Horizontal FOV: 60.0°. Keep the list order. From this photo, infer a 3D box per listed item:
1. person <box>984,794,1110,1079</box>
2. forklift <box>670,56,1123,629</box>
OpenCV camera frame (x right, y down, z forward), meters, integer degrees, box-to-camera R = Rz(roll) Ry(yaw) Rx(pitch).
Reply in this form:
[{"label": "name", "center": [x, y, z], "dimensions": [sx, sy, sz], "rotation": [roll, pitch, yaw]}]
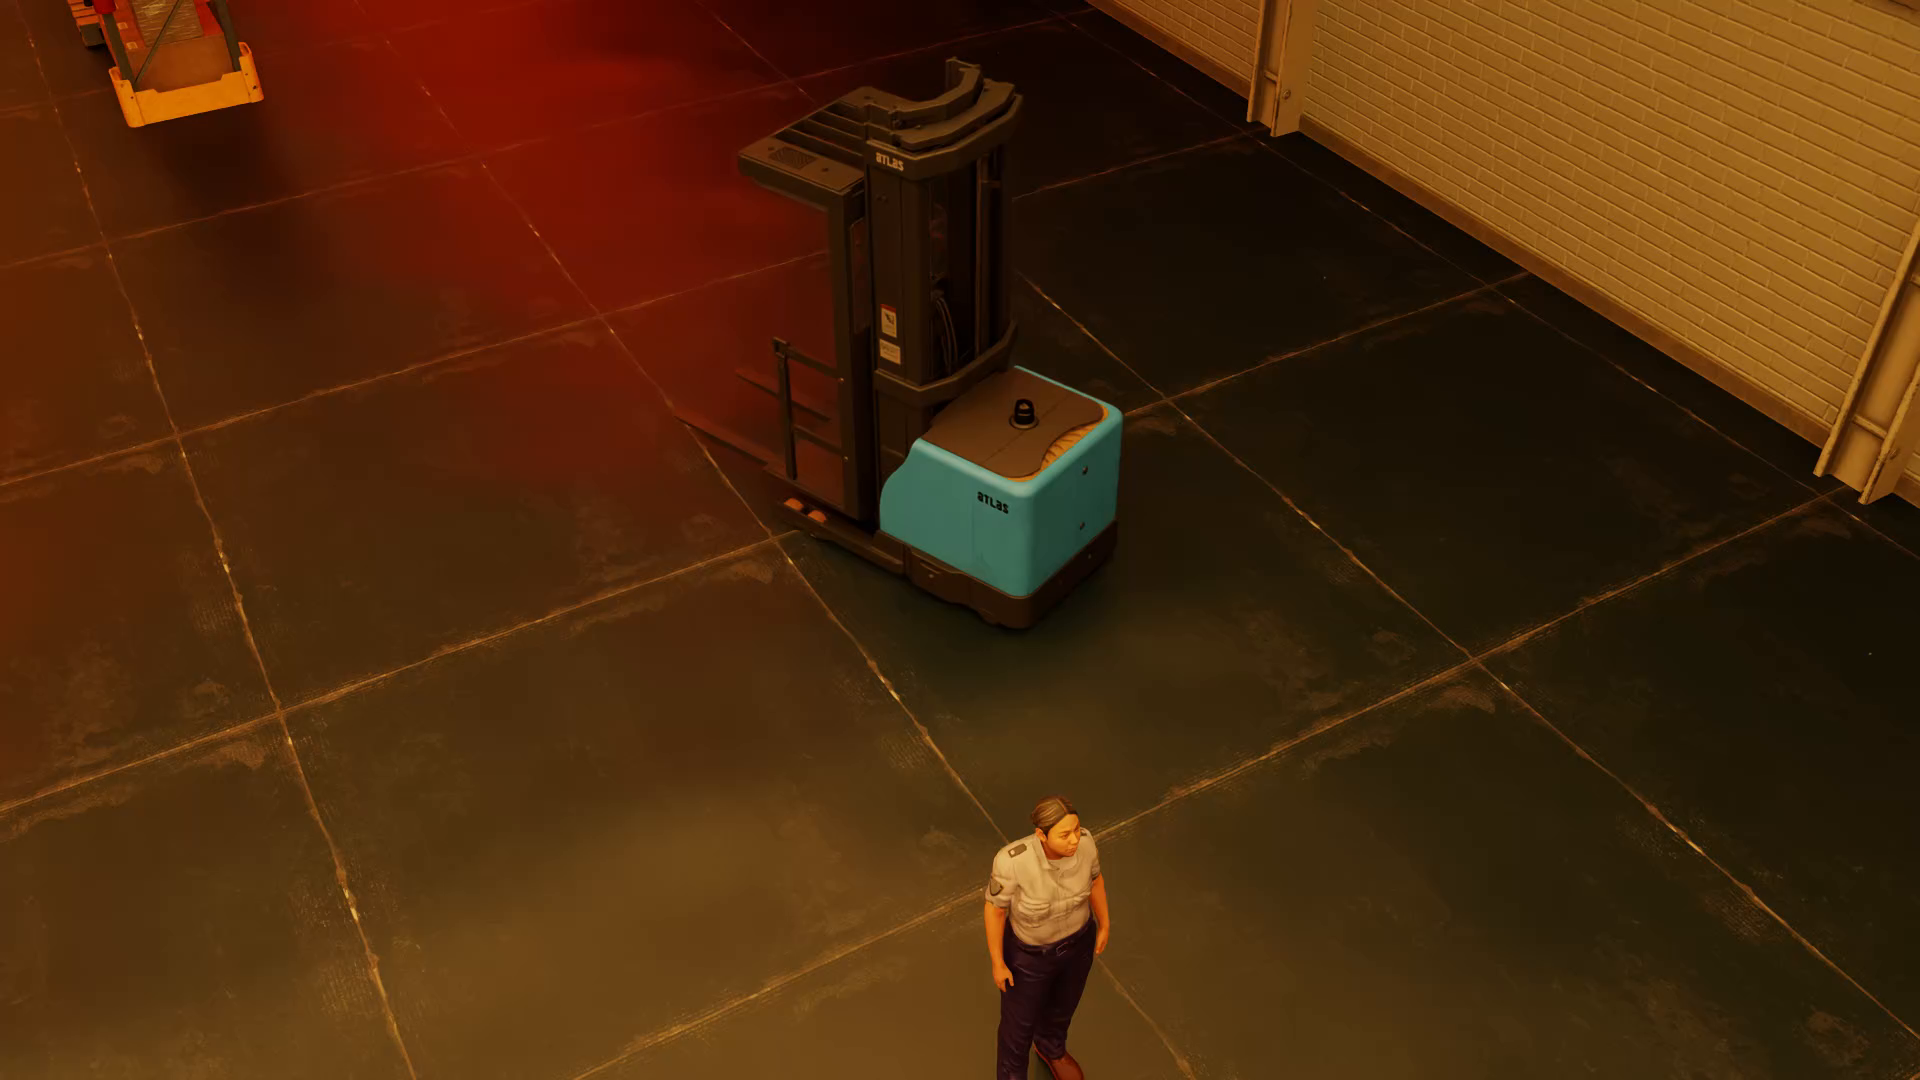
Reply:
[{"label": "person", "center": [0.393, 1.755, 6.921], "dimensions": [0.598, 1.642, 0.502], "rotation": [-18, 43, -21]}, {"label": "forklift", "center": [-0.521, -1.385, 9.706], "dimensions": [3.031, 2.935, 1.130], "rotation": [26, 46, 28]}]
